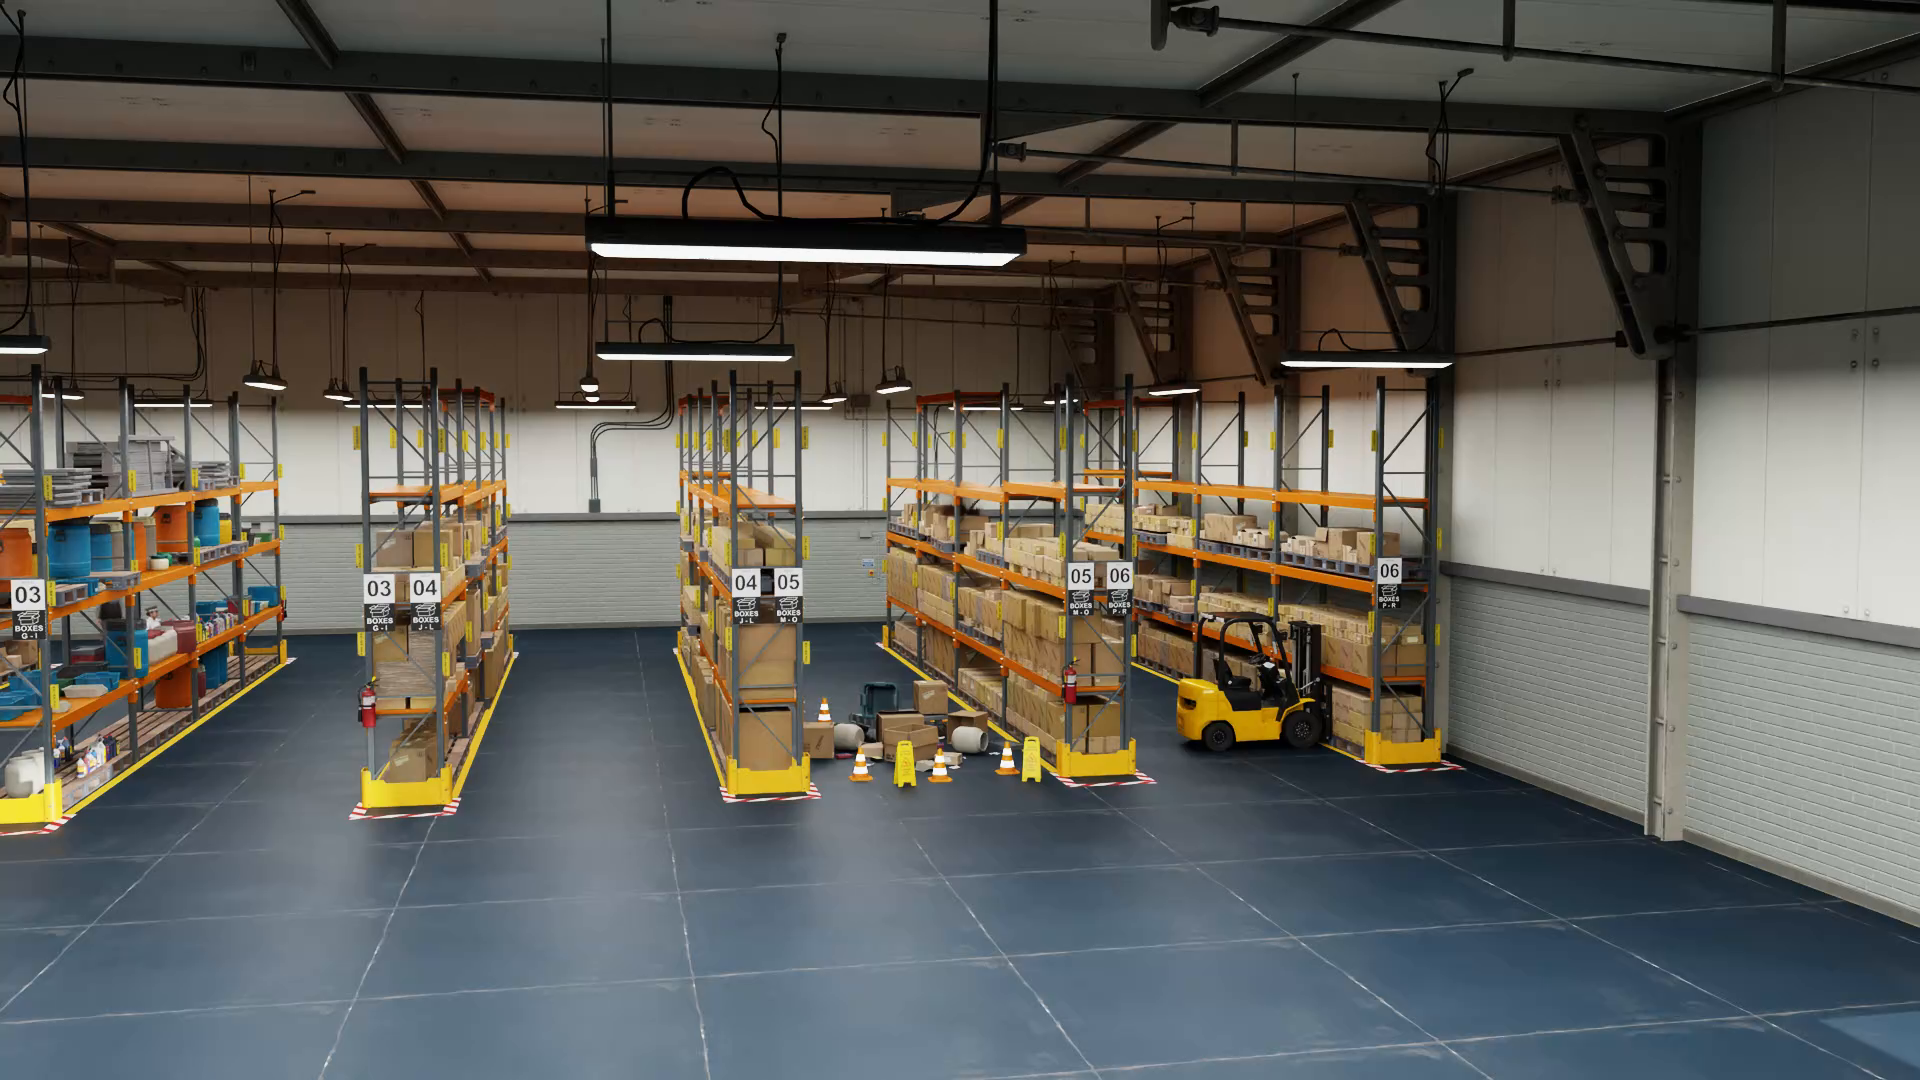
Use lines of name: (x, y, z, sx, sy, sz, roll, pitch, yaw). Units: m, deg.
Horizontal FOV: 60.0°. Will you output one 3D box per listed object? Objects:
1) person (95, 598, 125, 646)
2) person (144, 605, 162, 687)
person: (-19.562, 1.874, 38.284, 0.624, 1.732, 0.513, -1, 4, -16)
person: (-16.385, 2.161, 33.827, 0.528, 1.685, 0.508, 3, 5, 44)
